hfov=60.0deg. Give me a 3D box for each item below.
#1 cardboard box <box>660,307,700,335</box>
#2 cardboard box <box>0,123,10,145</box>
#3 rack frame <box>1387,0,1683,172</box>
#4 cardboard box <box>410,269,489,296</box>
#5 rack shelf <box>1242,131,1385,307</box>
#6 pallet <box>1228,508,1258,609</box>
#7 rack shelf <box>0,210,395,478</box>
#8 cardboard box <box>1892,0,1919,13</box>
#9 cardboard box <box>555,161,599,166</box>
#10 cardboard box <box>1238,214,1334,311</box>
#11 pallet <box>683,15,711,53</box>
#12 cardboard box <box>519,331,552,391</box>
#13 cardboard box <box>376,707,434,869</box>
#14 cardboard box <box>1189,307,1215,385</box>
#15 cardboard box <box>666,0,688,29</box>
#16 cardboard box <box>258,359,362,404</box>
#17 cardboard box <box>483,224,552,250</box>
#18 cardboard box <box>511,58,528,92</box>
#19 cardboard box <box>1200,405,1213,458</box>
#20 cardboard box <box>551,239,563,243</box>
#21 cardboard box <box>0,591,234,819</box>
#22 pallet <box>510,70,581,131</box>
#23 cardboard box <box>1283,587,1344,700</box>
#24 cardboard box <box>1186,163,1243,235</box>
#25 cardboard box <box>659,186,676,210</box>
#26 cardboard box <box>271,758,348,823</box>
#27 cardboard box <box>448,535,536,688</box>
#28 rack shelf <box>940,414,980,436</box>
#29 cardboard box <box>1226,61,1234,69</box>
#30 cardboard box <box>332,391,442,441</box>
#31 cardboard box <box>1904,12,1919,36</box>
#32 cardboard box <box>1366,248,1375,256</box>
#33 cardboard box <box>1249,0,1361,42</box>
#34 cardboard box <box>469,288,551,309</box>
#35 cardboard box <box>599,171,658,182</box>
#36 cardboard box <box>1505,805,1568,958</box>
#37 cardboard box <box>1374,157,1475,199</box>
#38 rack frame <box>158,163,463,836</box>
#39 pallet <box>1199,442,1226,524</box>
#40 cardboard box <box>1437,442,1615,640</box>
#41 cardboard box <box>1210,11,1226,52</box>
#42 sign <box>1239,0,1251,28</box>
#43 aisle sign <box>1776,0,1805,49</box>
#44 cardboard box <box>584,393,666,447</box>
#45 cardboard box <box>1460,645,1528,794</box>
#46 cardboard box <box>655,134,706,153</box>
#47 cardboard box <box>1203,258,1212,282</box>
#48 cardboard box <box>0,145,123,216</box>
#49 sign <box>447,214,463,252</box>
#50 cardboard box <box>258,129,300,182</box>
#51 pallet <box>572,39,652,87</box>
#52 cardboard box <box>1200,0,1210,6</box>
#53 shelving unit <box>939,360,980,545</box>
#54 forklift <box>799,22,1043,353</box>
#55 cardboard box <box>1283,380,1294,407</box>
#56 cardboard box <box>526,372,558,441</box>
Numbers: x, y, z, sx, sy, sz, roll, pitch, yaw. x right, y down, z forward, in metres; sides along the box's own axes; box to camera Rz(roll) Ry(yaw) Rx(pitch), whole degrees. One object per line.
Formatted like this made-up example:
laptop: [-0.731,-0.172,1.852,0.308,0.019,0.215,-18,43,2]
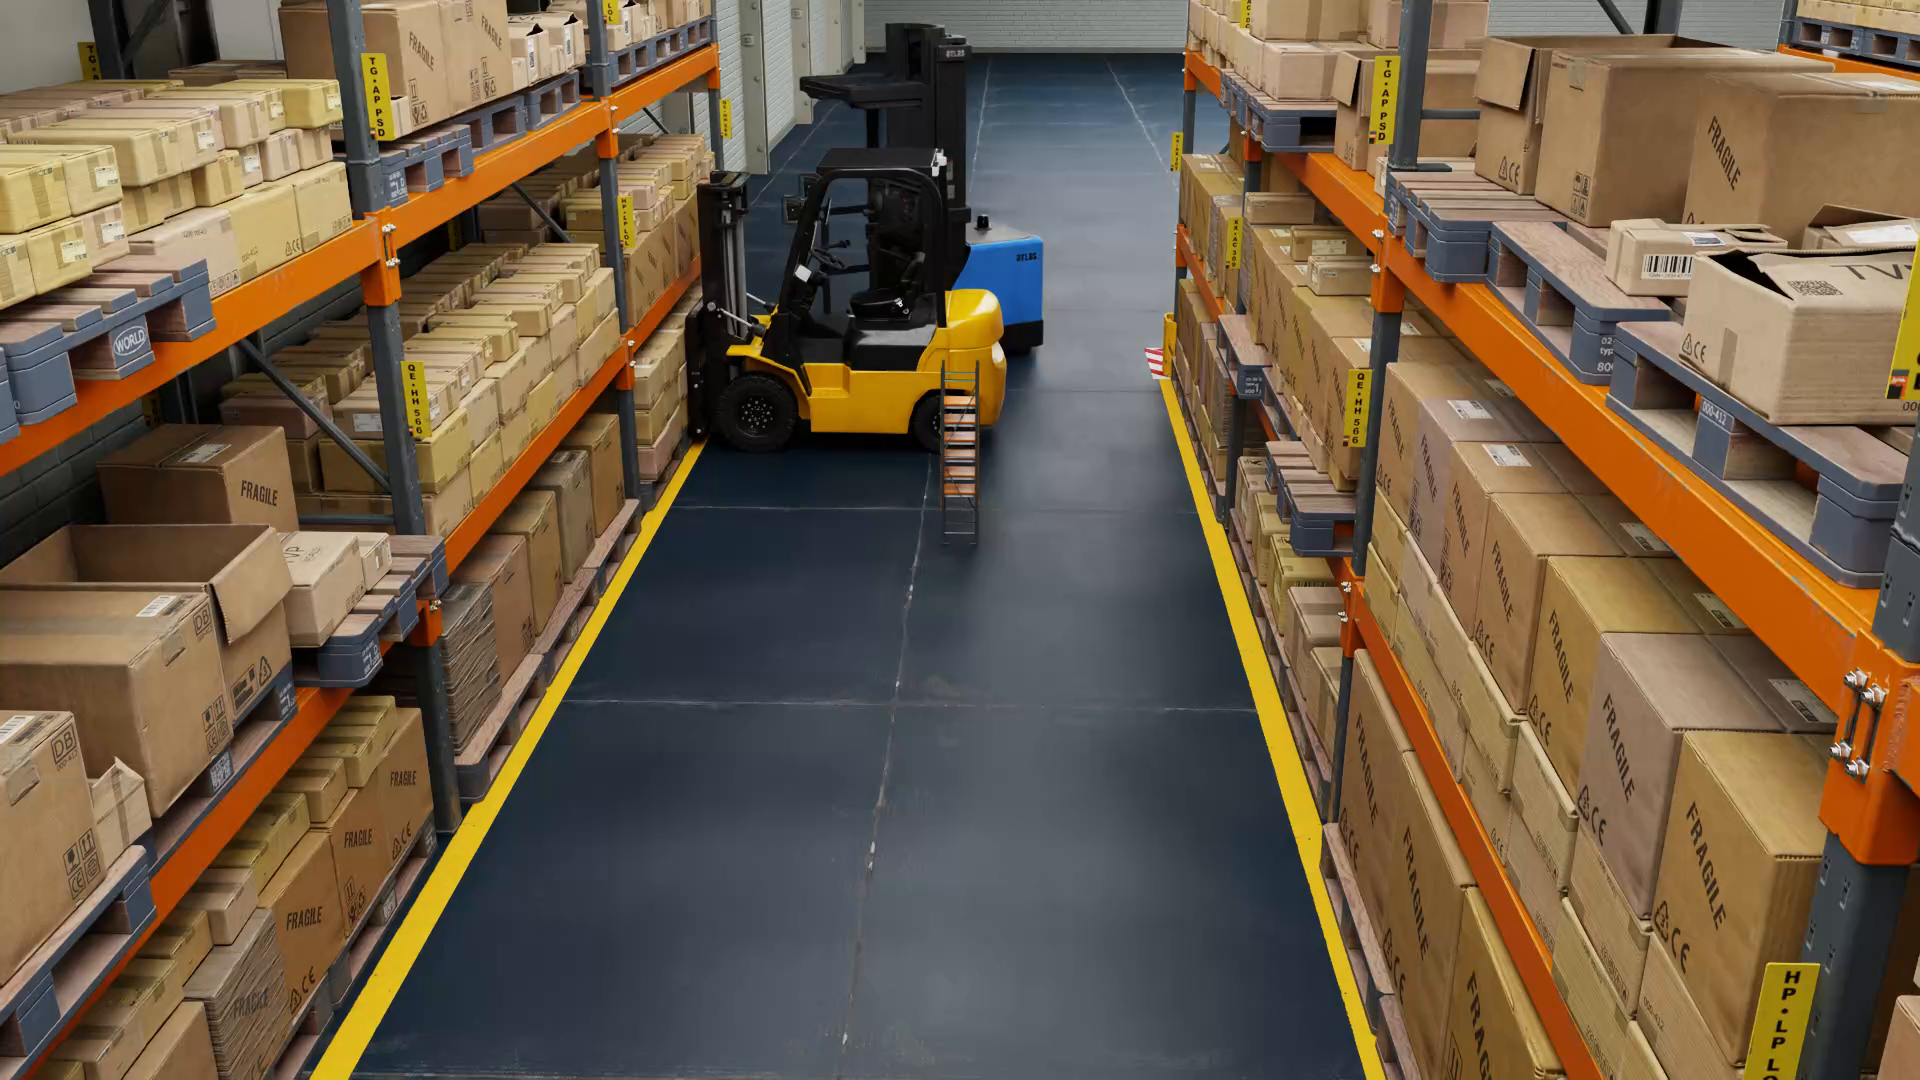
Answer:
cardboard box: [-2.296,-1.635,12.933,0.500,0.250,0.500,0,21,1]
cardboard box: [-3.065,-1.146,4.935,0.380,0.149,0.250,1,21,1]
rack frame: [2.163,-2.826,5.872,1.000,3.000,0.127,1,21,2]
cardboard box: [-2.958,-1.473,9.645,0.380,0.149,0.250,0,21,1]
rack shelf: [2.224,-1.815,8.408,1.077,0.370,4.000,1,21,2]
pallet: [2.262,0.106,10.463,1.003,0.211,1.213,1,21,2]
rack shelf: [-2.860,-0.422,4.818,1.077,0.370,4.000,1,21,2]
cardboard box: [7.041,-3.894,11.849,0.500,0.250,0.500,1,21,1]
cardboard box: [-2.855,-2.784,12.612,0.380,0.149,0.250,1,21,2]
cardboard box: [1.984,-1.690,10.108,0.500,0.500,0.500,1,21,3]
pallet: [-2.603,-4.077,13.364,1.003,0.211,1.213,1,21,2]
cardboard box: [-2.500,-0.958,8.868,0.500,0.250,0.500,1,21,2]
cardboard box: [-2.597,1.043,7.070,0.500,0.500,0.500,1,21,3]
cardboard box: [2.070,-1.517,12.977,0.500,0.500,0.500,1,21,3]
cardboard box: [-2.456,-4.130,12.523,0.700,0.500,0.500,1,21,2]
cardboard box: [-3.026,-0.740,7.754,0.380,0.149,0.250,1,21,2]
cardboard box: [-2.924,-1.997,10.993,0.380,0.149,0.250,1,21,1]
cardboard box: [-2.430,-2.372,8.478,0.380,0.149,0.250,0,21,1]
cardboard box: [2.040,-0.798,12.161,0.500,0.250,0.500,0,21,0]
cardboard box: [-2.934,-1.741,11.230,0.500,0.500,0.500,1,21,1]
cardboard box: [-2.642,0.478,4.931,0.700,0.500,0.500,1,21,1]
pallet: [-2.691,-2.519,9.491,0.805,0.209,1.217,0,21,-1]
cardboard box: [2.204,0.529,8.570,0.950,0.372,0.625,0,21,1]
cardboard box: [2.102,-2.751,13.424,0.500,0.500,0.500,1,21,3]
cardboard box: [-2.337,-2.549,12.416,0.380,0.149,0.250,0,21,1]
cardboard box: [-2.590,0.960,6.386,0.380,0.149,0.250,0,21,0]
cardboard box: [-2.754,0.367,8.638,0.875,0.625,0.625,1,21,3]
rack shelf: [0.000,-0.747,10.755,0.258,0.103,0.180,1,21,2]
cardboard box: [2.035,-3.246,11.448,0.380,0.149,0.250,1,21,3]
cardboard box: [-2.495,-0.543,7.247,0.380,0.149,0.250,1,21,3]
cardboard box: [6.972,-3.668,11.818,0.380,0.149,0.250,1,21,1]
cardboard box: [2.464,-1.321,9.157,0.500,0.500,0.500,1,21,3]
cardboard box: [1.861,-2.845,9.005,0.500,0.250,0.500,0,21,0]
cardboard box: [-2.475,-1.289,9.170,0.380,0.149,0.250,1,21,2]
cardboard box: [-2.411,-2.595,12.124,0.380,0.149,0.250,1,21,1]
cardboard box: [1.854,0.956,4.626,0.500,0.250,0.500,0,21,0]
cardboard box: [1.962,-1.516,6.991,0.380,0.149,0.250,1,21,2]
rack frame: [-2.799,-0.082,7.094,1.000,3.000,0.127,1,21,2]
pallet: [2.270,-0.418,11.816,1.003,0.211,1.213,1,21,2]
cardboard box: [1.867,0.000,5.361,0.500,0.500,0.500,1,21,3]
cardboard box: [2.073,-3.656,11.954,0.500,0.250,0.500,1,21,3]
sign: [1.742,-3.118,10.056,0.100,0.325,0.005,1,21,2]
aisle sign: [7.059,-4.144,13.970,0.394,0.787,0.004,1,21,2]
cardboard box: [-2.354,-0.847,11.595,0.500,0.250,0.500,1,21,1]
cardboard box: [1.828,0.539,5.010,0.500,0.250,0.500,1,21,3]
cardboard box: [-2.356,-3.331,14.020,0.380,0.149,0.250,1,21,2]
cardboard box: [2.027,-2.031,12.463,0.380,0.149,0.250,1,21,2]
cardboard box: [-2.485,-0.959,4.424,0.380,0.149,0.250,1,21,2]
sign: [-3.232,-1.975,10.665,0.100,0.325,0.005,1,21,2]
cardboard box: [-2.596,-1.372,5.928,0.380,0.149,0.250,0,21,0]
pallet: [-2.677,-3.194,11.091,1.003,0.211,1.213,1,21,2]
cardboard box: [2.048,-4.177,12.747,0.380,0.149,0.250,1,21,1]
shelving unit: [0.000,-0.565,10.825,0.258,1.200,0.189,1,21,2]
forklift: [-0.763,-3.021,14.764,3.031,2.935,1.130,-11,24,-27]
cardboard box: [1.906,-0.790,8.685,0.380,0.149,0.250,0,21,0]
cardboard box: [-2.494,-0.726,8.960,0.500,0.250,0.500,1,21,3]
